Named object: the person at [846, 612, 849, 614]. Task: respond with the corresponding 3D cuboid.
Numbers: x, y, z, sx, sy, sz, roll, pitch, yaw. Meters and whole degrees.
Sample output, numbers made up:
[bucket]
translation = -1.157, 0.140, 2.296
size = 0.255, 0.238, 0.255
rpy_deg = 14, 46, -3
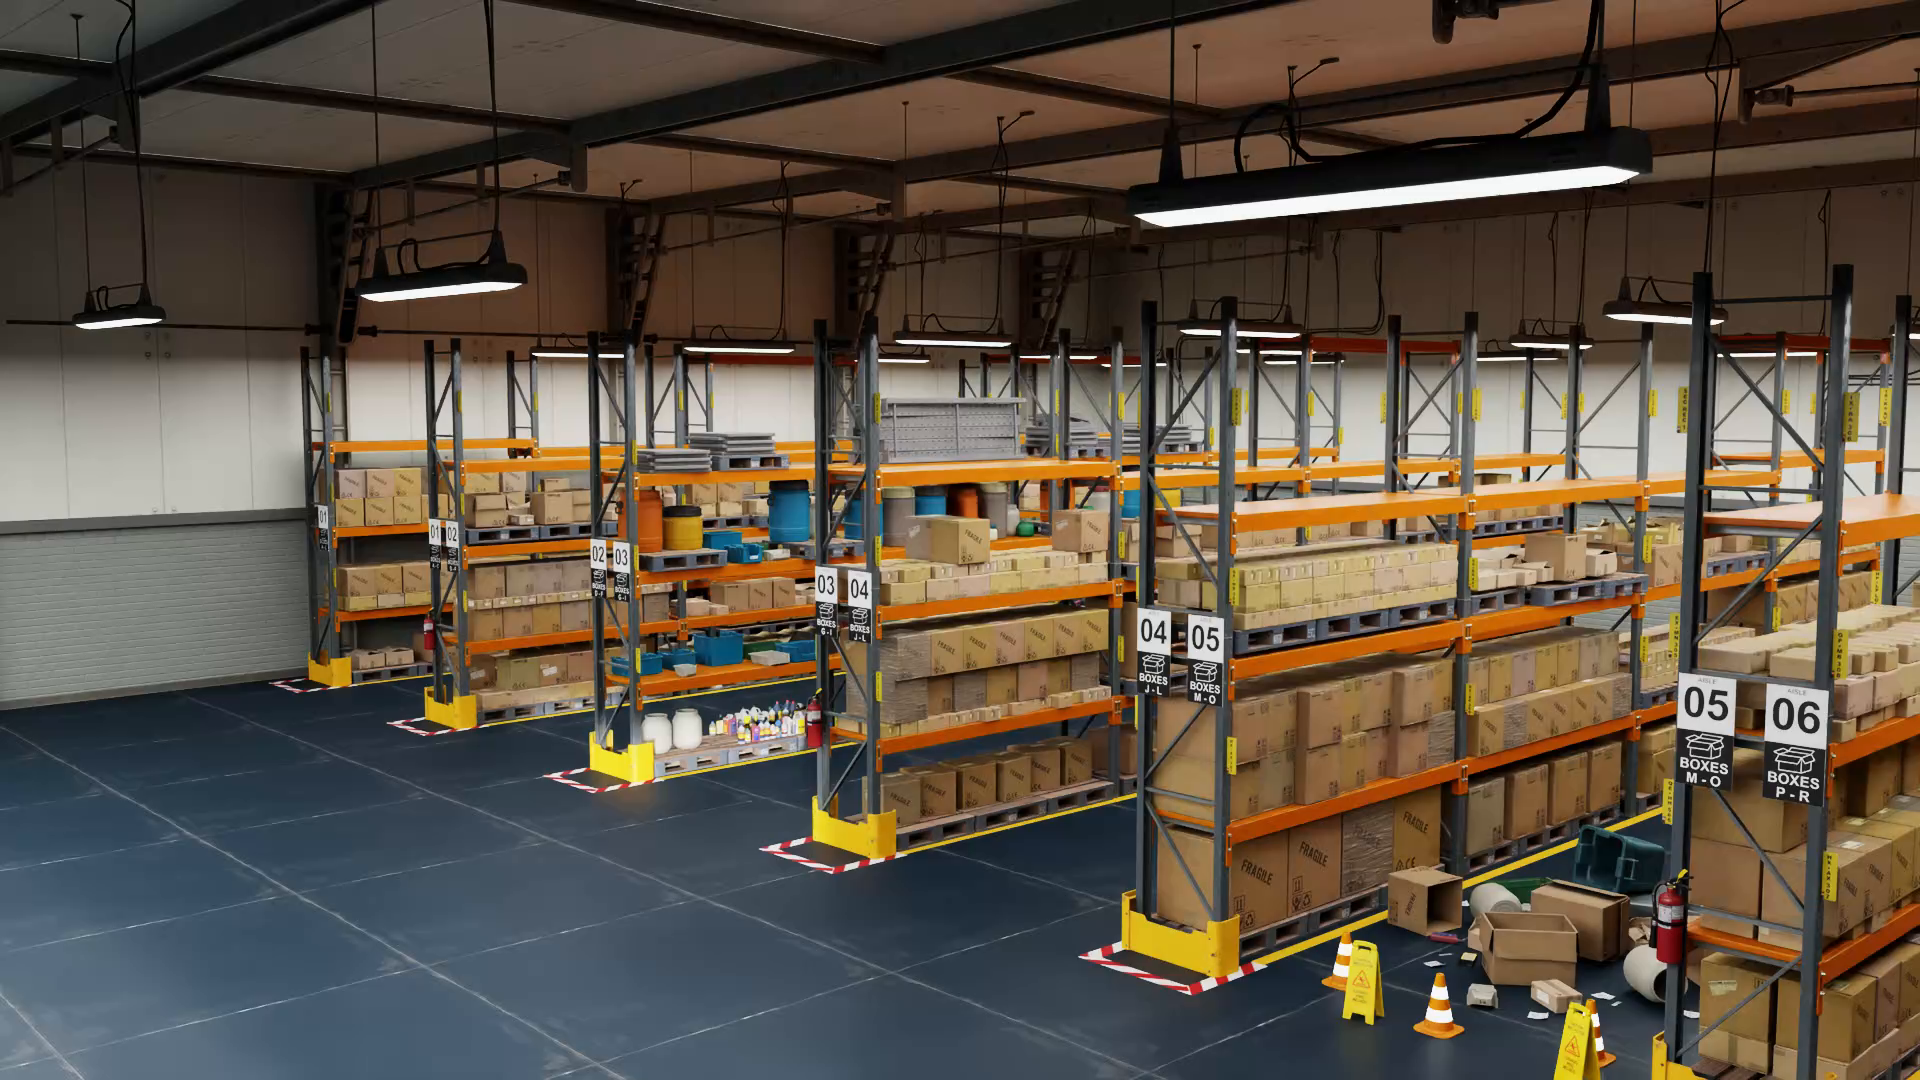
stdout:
[person]
translation = -2.373, 1.140, 35.800
size = 0.673, 1.786, 0.411
rpy_deg = -4, 6, -38
